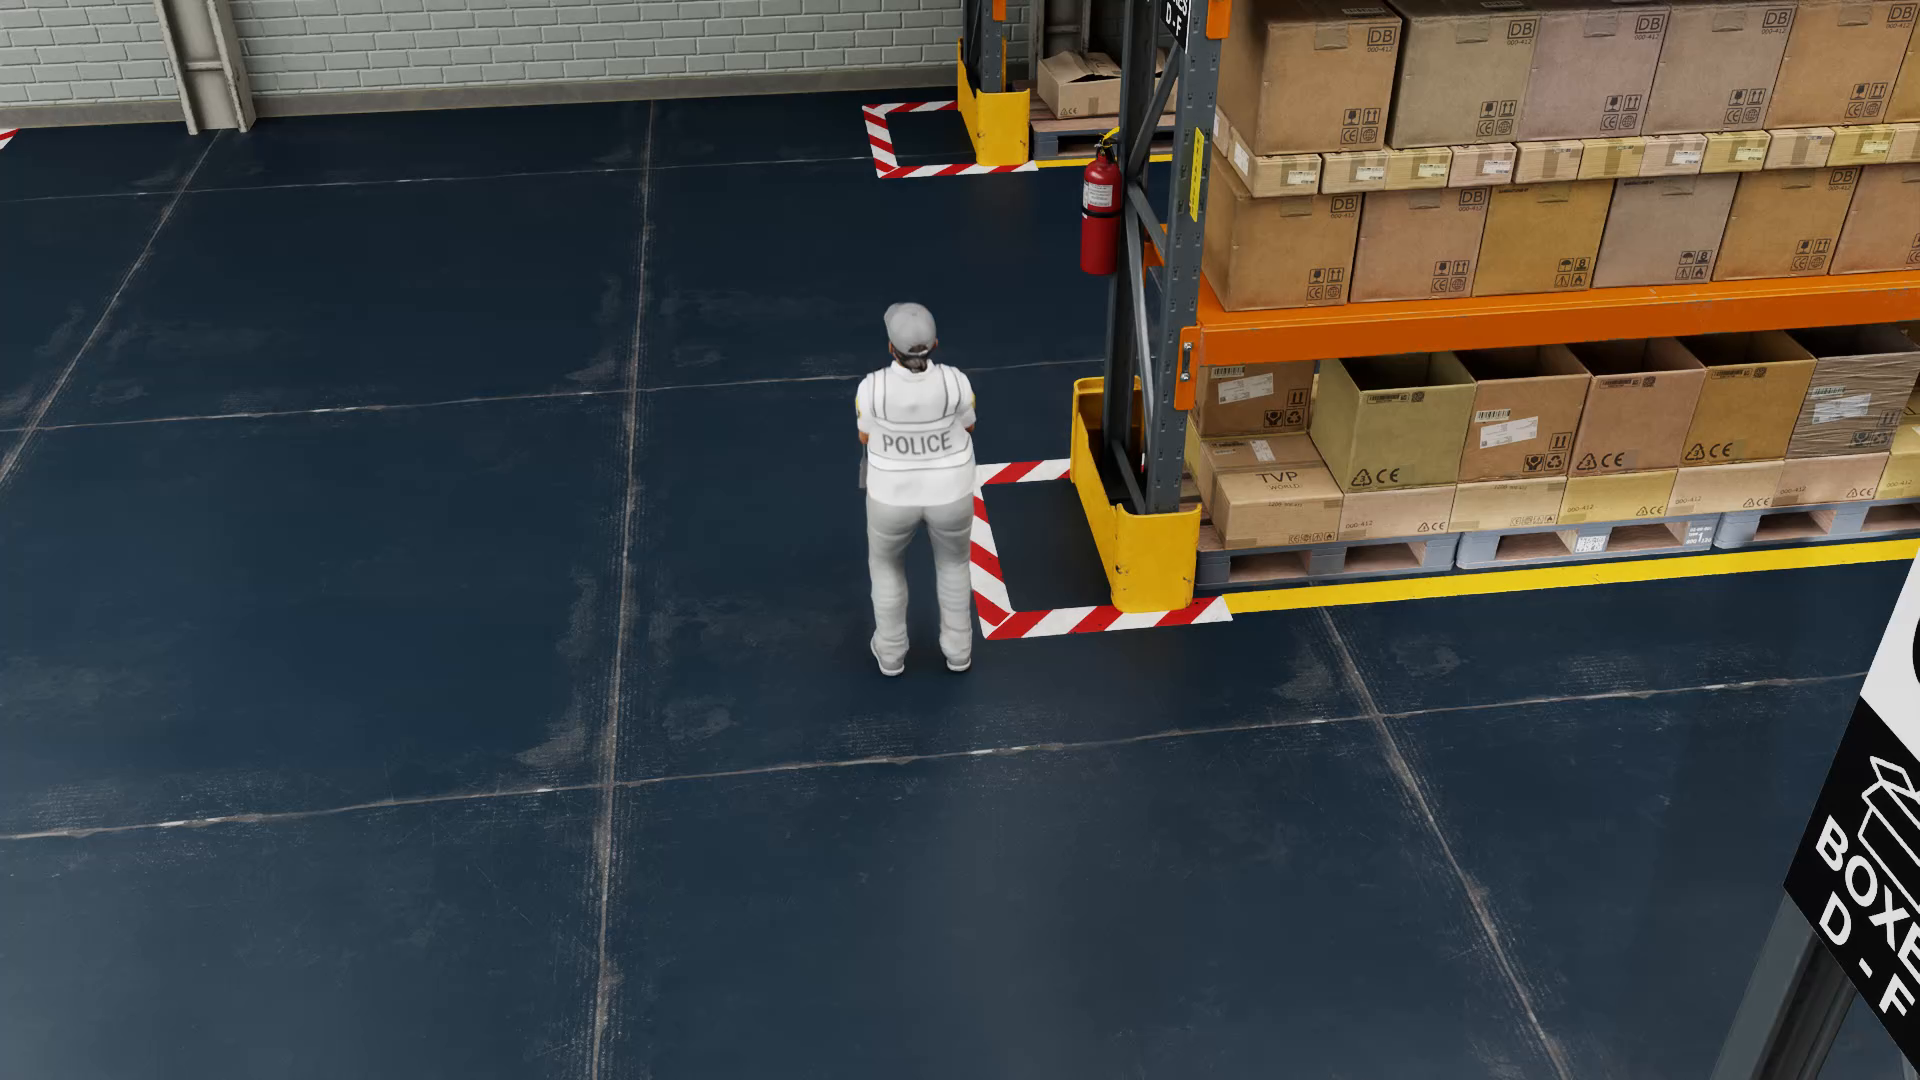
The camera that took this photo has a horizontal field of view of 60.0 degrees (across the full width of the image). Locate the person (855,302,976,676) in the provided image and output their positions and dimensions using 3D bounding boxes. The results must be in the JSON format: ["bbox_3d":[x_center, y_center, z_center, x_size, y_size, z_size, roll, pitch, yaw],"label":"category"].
[{"bbox_3d":[-0.172,-0.225,6.474,0.452,1.654,0.535,-4,35,-6],"label":"person"}]
